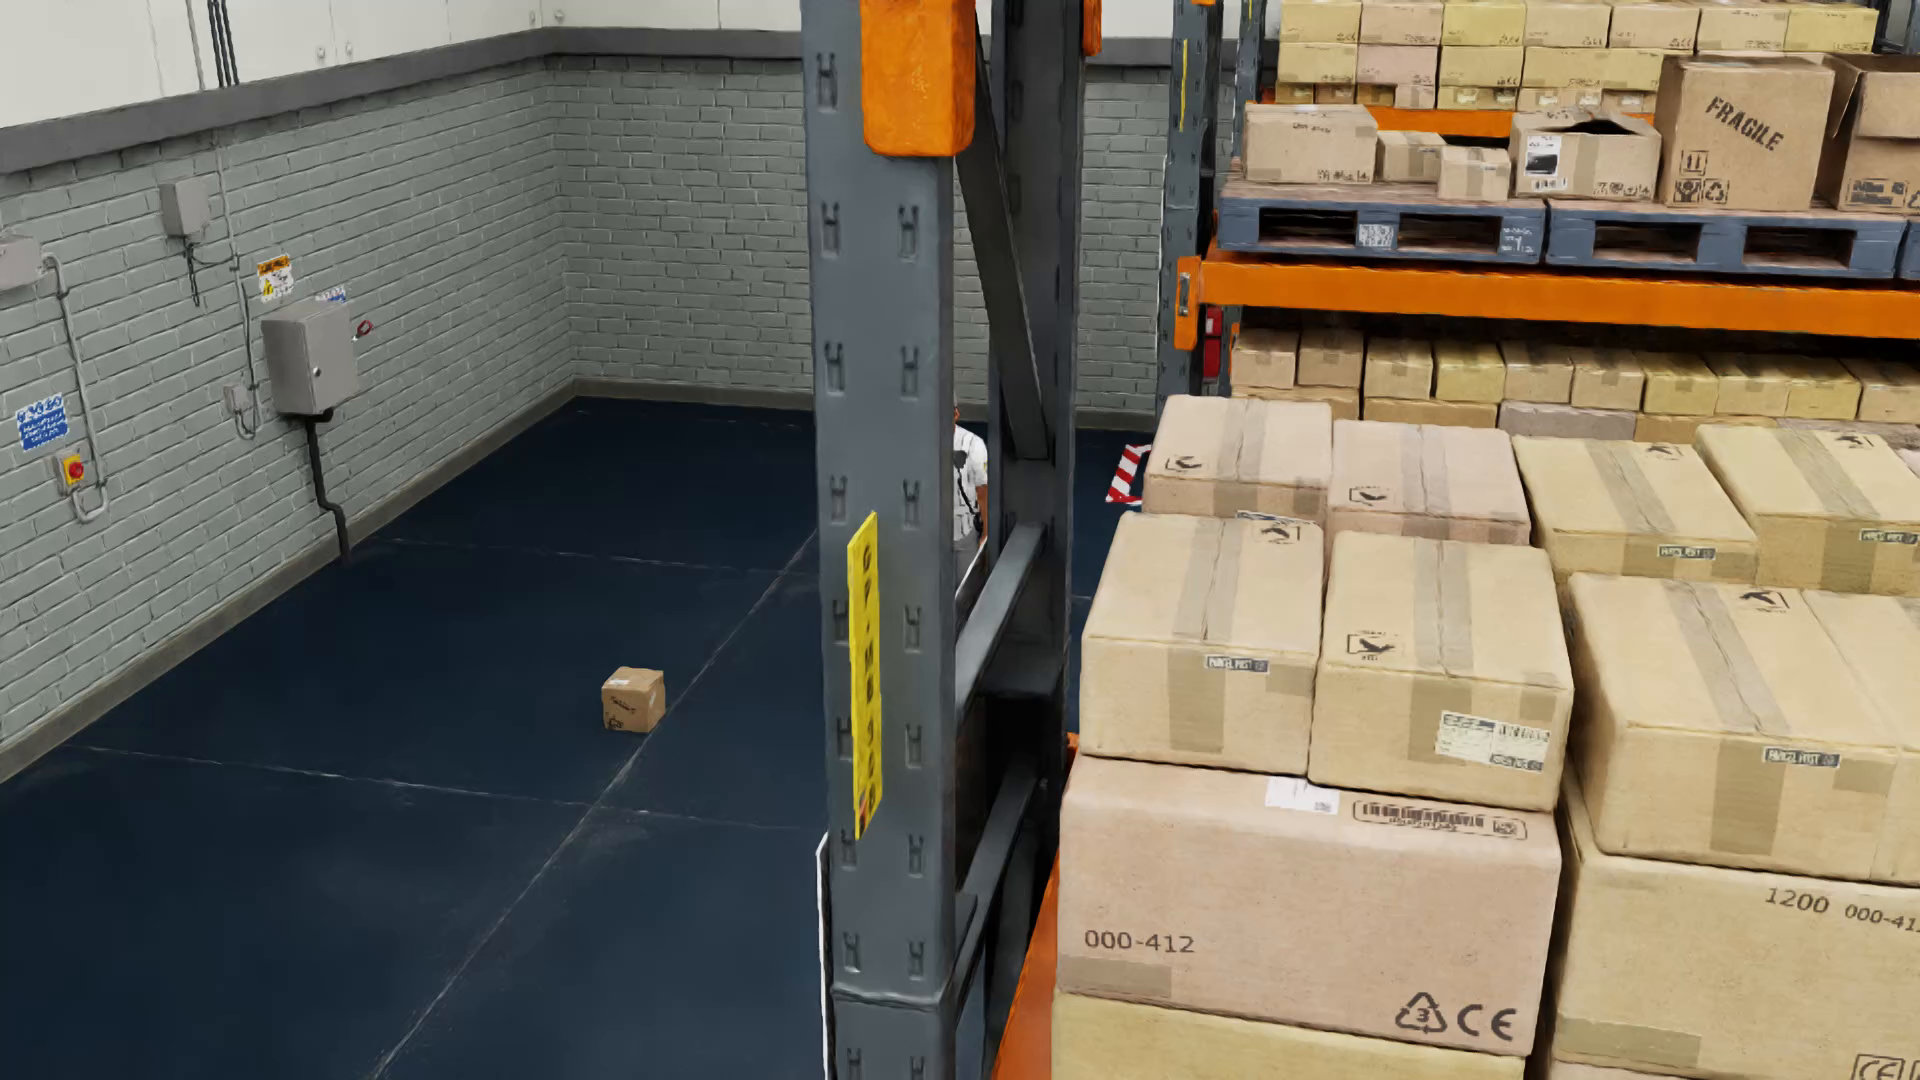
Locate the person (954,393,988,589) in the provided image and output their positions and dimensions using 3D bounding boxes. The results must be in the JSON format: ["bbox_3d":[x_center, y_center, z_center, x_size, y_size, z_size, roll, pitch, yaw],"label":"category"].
[{"bbox_3d":[-0.107,-0.043,9.157,0.681,1.650,0.582,4,22,9],"label":"person"}]
